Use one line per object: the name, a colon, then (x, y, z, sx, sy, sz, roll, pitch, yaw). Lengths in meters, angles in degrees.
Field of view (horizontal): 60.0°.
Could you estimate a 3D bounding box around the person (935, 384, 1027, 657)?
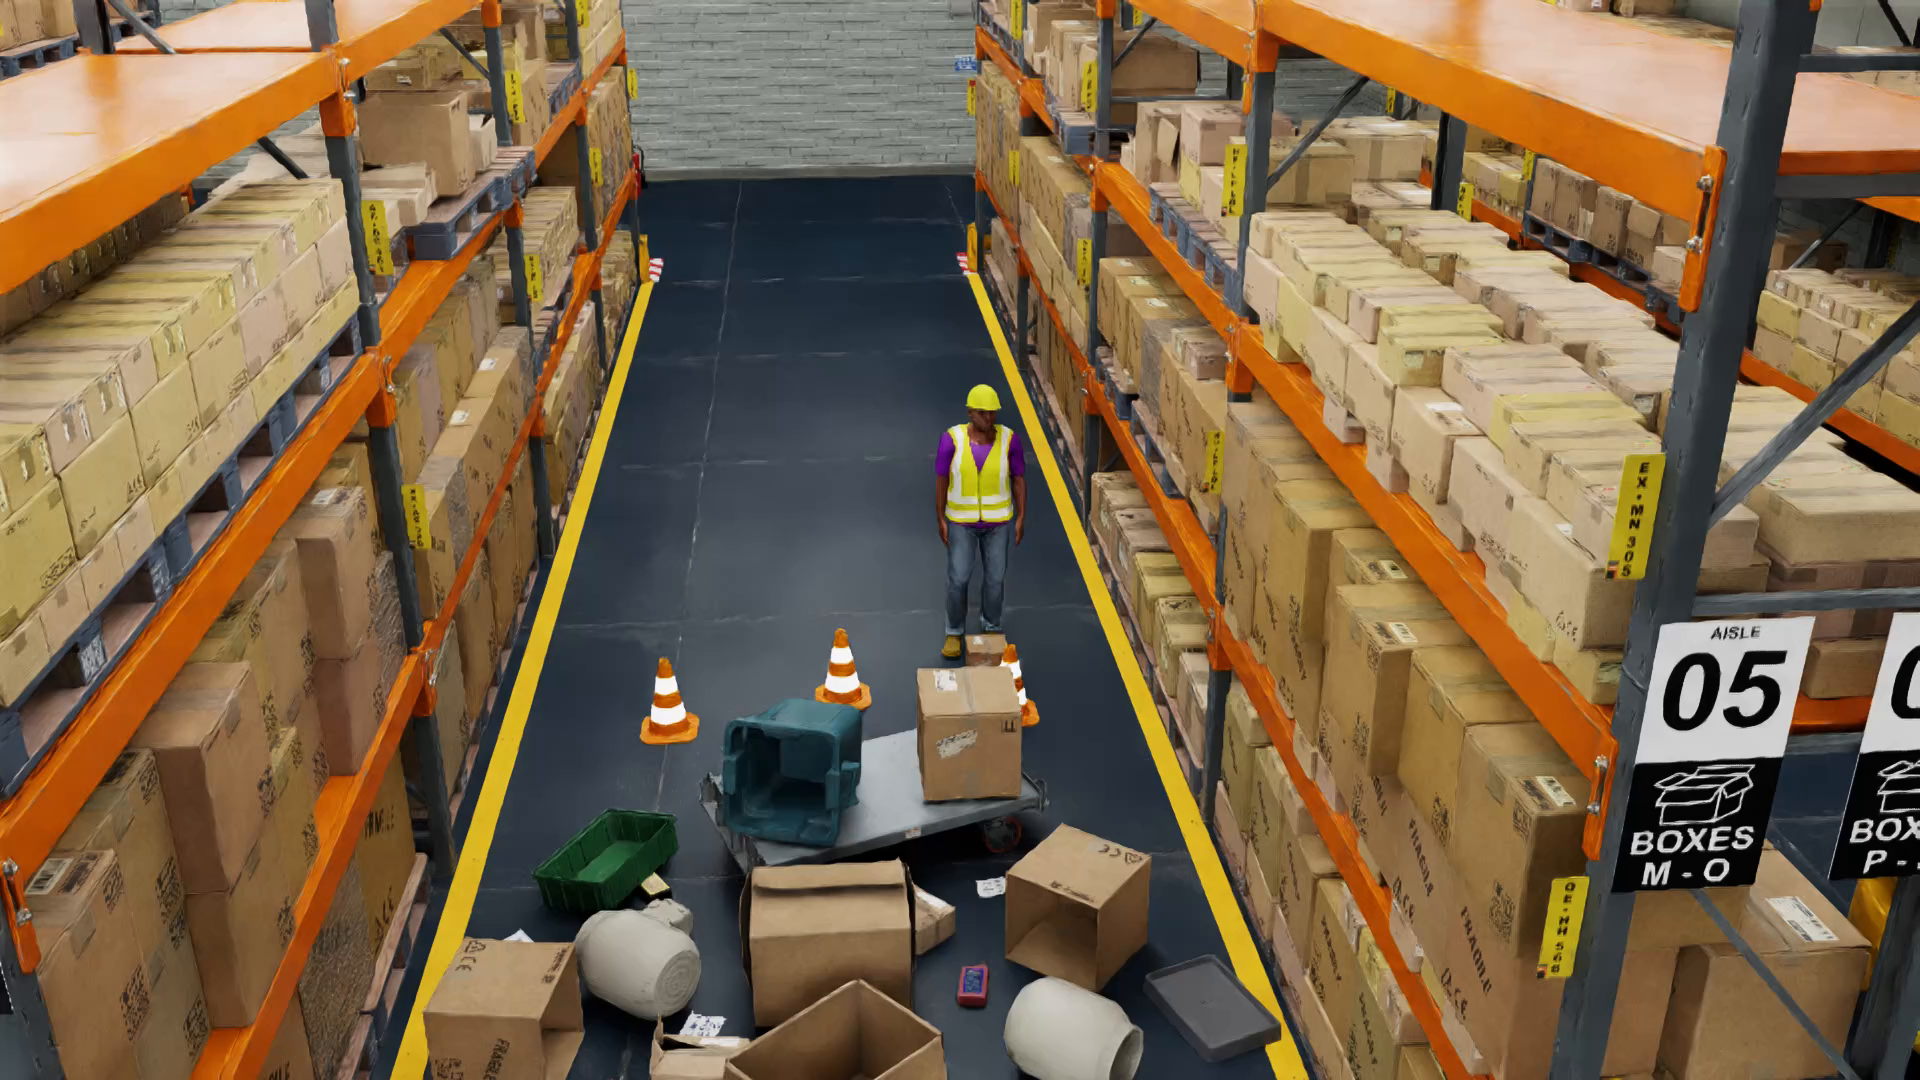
person: (0.136, -0.124, 10.580, 0.586, 1.765, 0.426, -2, 24, -4)
